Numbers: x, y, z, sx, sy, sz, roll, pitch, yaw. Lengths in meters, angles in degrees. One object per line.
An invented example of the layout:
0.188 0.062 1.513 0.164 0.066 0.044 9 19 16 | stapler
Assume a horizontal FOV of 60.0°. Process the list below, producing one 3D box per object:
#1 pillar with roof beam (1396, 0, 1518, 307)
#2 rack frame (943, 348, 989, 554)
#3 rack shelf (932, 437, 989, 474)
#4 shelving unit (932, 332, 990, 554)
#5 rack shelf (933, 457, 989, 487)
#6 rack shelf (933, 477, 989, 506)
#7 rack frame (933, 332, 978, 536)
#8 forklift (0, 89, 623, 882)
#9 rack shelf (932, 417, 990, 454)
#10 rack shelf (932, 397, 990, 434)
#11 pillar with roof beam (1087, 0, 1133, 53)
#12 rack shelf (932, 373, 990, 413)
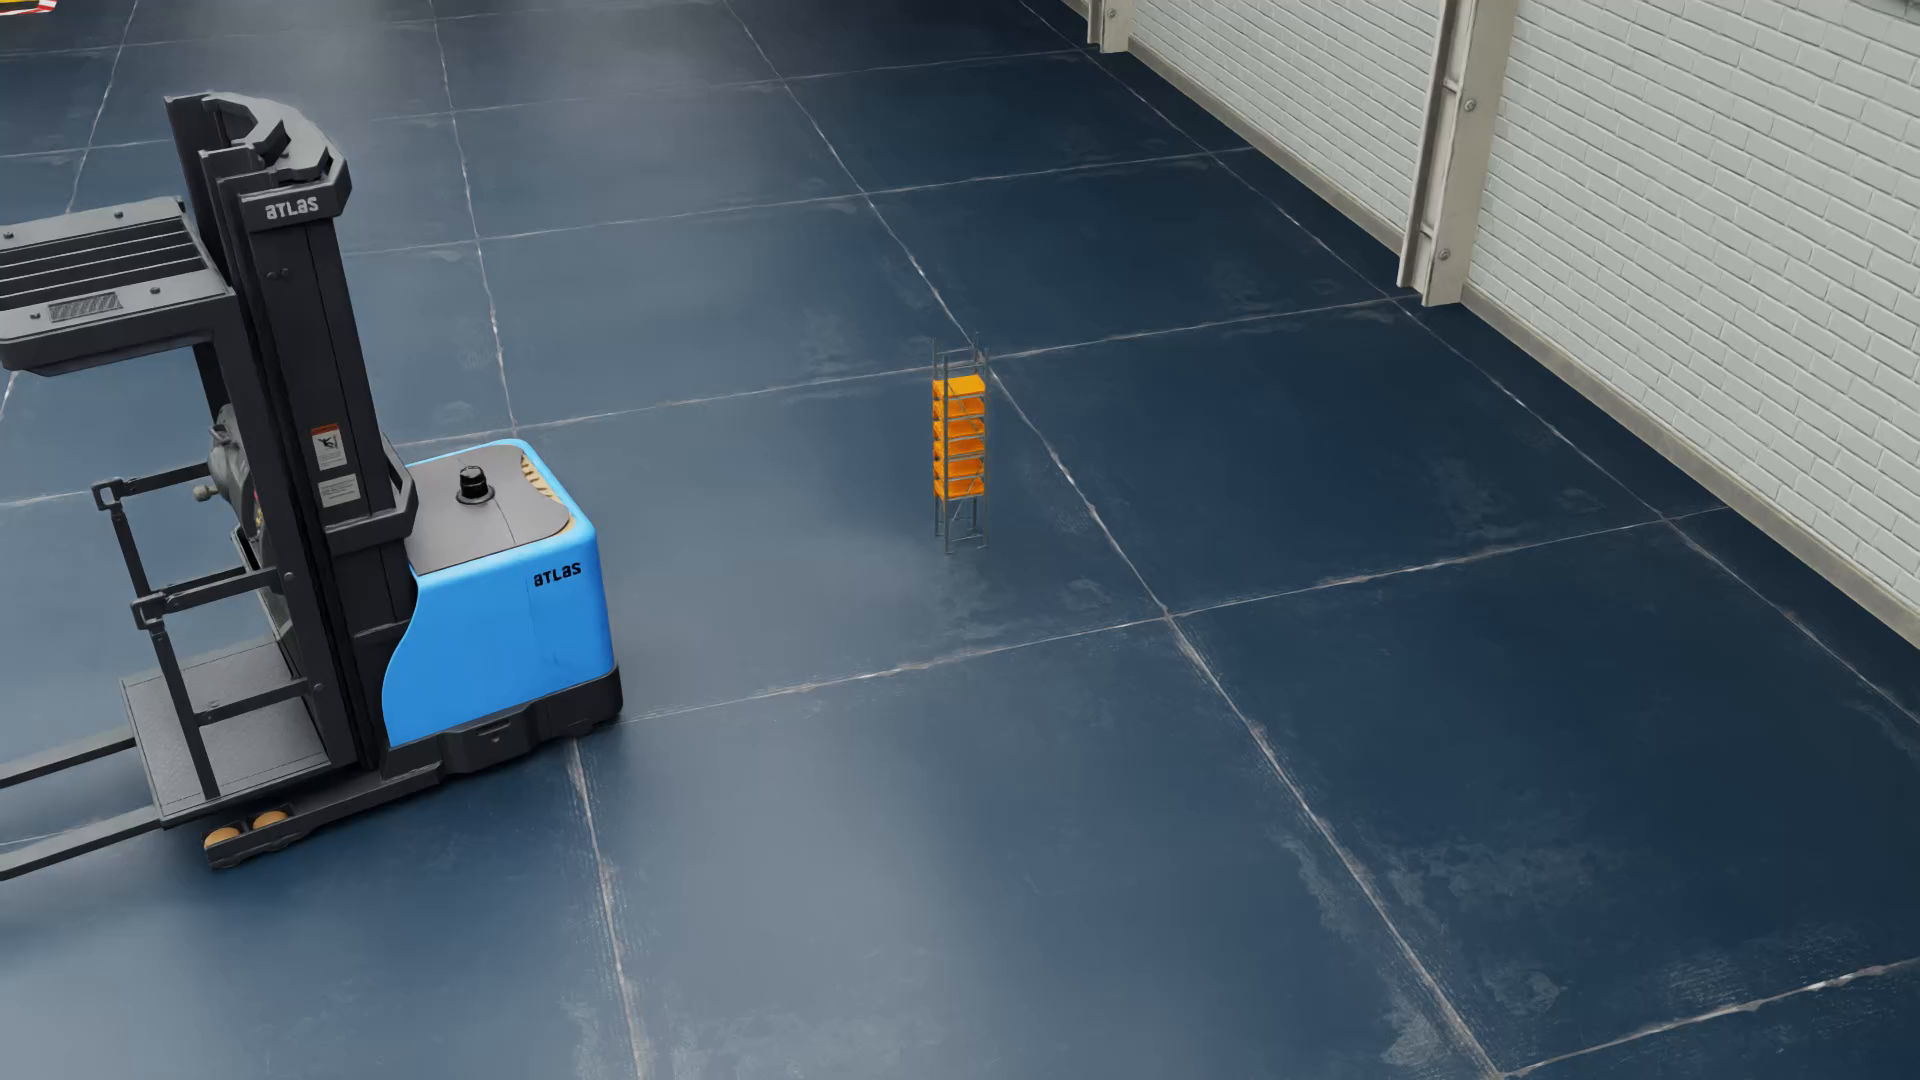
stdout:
-0.795 -4.772 8.129 9.100 9.000 0.400 -10 35 -15 | pillar with roof beam
0.032 -0.445 8.654 0.240 1.200 0.006 -10 35 -15 | rack frame
0.004 -0.456 8.752 0.258 0.103 0.180 -10 35 -15 | rack shelf
0.004 -0.493 8.727 0.258 1.200 0.189 -10 35 -15 | shelving unit
0.004 -0.356 8.818 0.258 0.103 0.180 -10 35 -15 | rack shelf
0.004 -0.256 8.884 0.258 0.103 0.180 -10 35 -15 | rack shelf
-0.023 -0.541 8.800 0.240 1.200 0.006 -10 35 -15 | rack frame
-3.099 -0.181 6.684 3.031 2.935 1.130 -19 38 -26 | forklift
0.004 -0.556 8.686 0.258 0.103 0.180 -10 35 -15 | rack shelf
0.004 -0.656 8.619 0.258 0.103 0.180 -10 35 -15 | rack shelf
-2.625 -7.922 12.896 9.100 9.000 0.400 -10 35 -15 | pillar with roof beam
0.004 -0.756 8.553 0.258 0.103 0.180 -10 35 -15 | rack shelf
